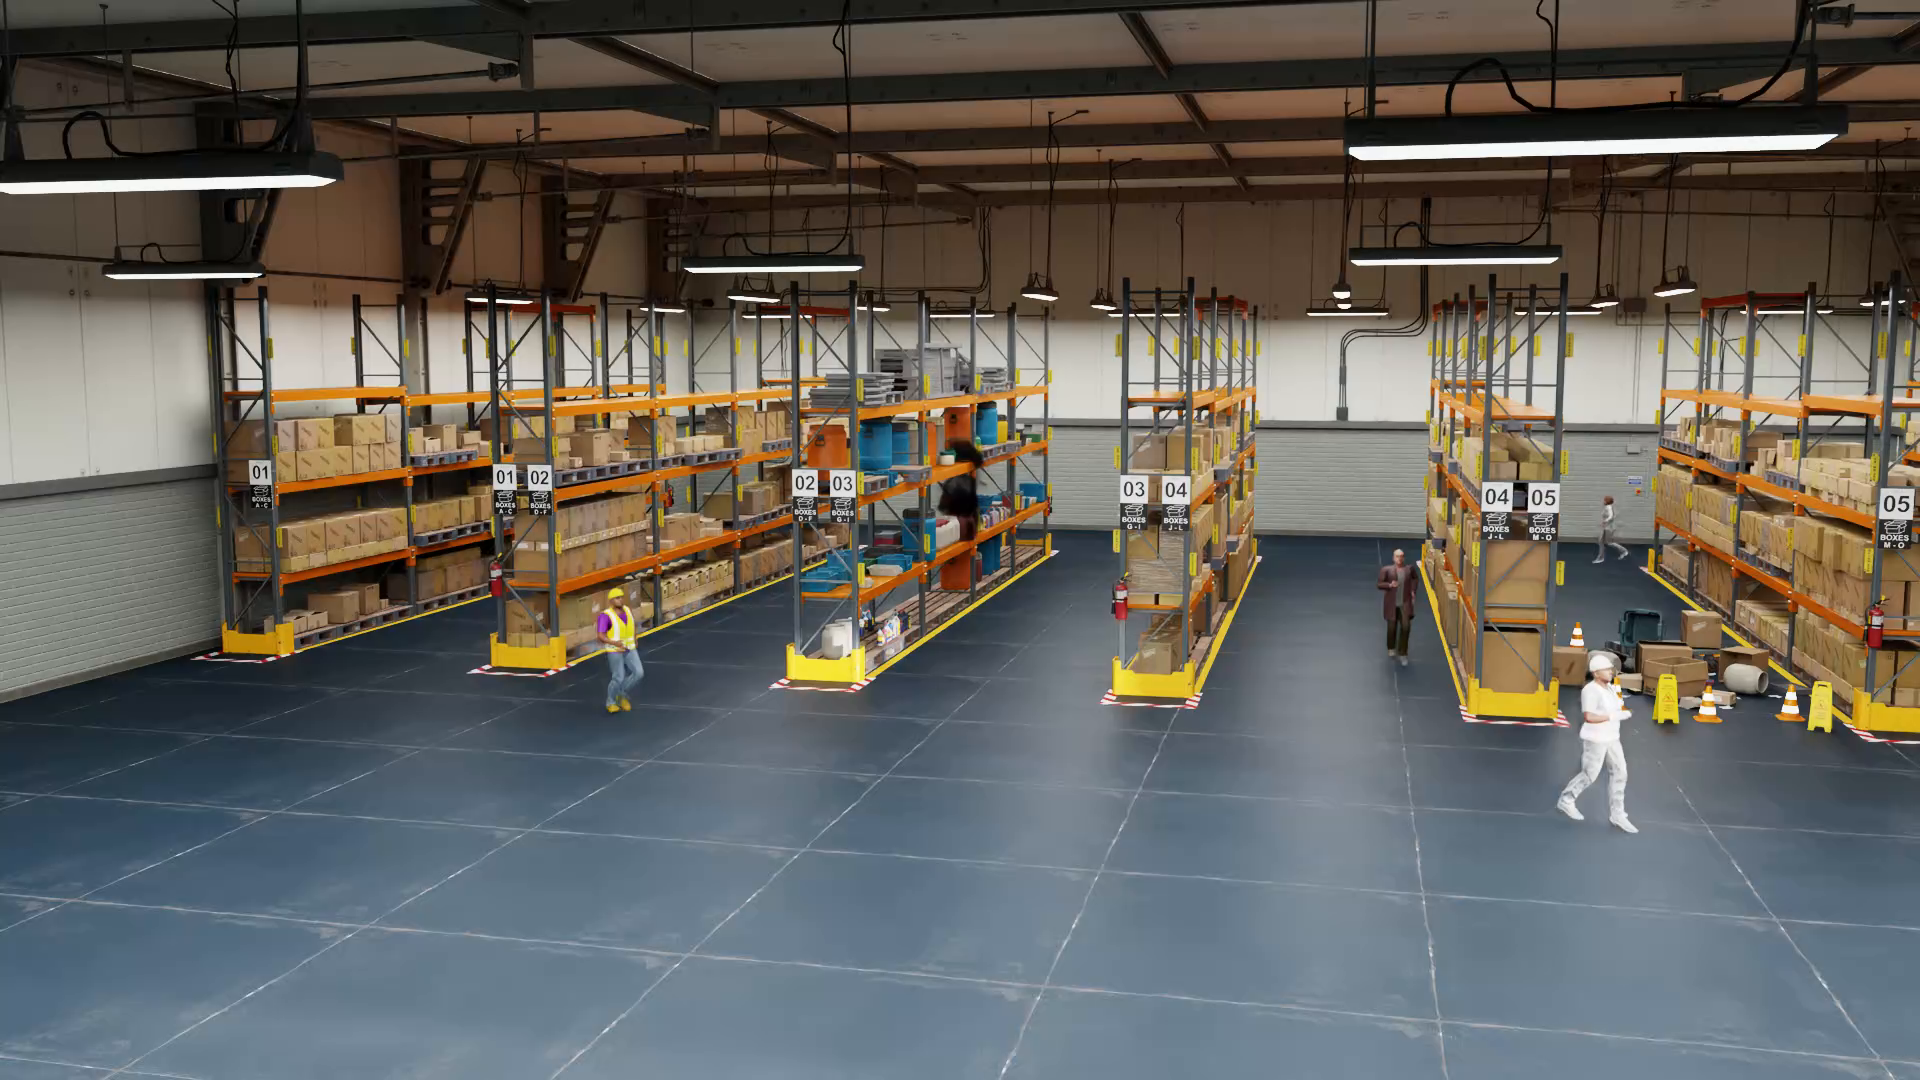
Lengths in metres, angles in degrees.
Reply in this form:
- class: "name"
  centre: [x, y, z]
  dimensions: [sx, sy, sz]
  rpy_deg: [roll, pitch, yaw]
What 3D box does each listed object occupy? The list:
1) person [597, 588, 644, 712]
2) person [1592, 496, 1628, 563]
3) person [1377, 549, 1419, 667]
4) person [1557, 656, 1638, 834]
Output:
- class: "person"
  centre: [-4.649, 1.516, 22.842]
  dimensions: [0.617, 1.725, 0.702]
  rpy_deg: [6, 9, 43]
- class: "person"
  centre: [15.158, -0.231, 38.689]
  dimensions: [0.782, 1.603, 0.555]
  rpy_deg: [2, 7, 16]
- class: "person"
  centre: [6.992, 1.060, 26.566]
  dimensions: [0.685, 1.831, 0.830]
  rpy_deg: [1, 7, 8]
- class: "person"
  centre: [6.675, 2.110, 17.358]
  dimensions: [0.664, 1.823, 0.824]
  rpy_deg: [-6, 9, -42]
